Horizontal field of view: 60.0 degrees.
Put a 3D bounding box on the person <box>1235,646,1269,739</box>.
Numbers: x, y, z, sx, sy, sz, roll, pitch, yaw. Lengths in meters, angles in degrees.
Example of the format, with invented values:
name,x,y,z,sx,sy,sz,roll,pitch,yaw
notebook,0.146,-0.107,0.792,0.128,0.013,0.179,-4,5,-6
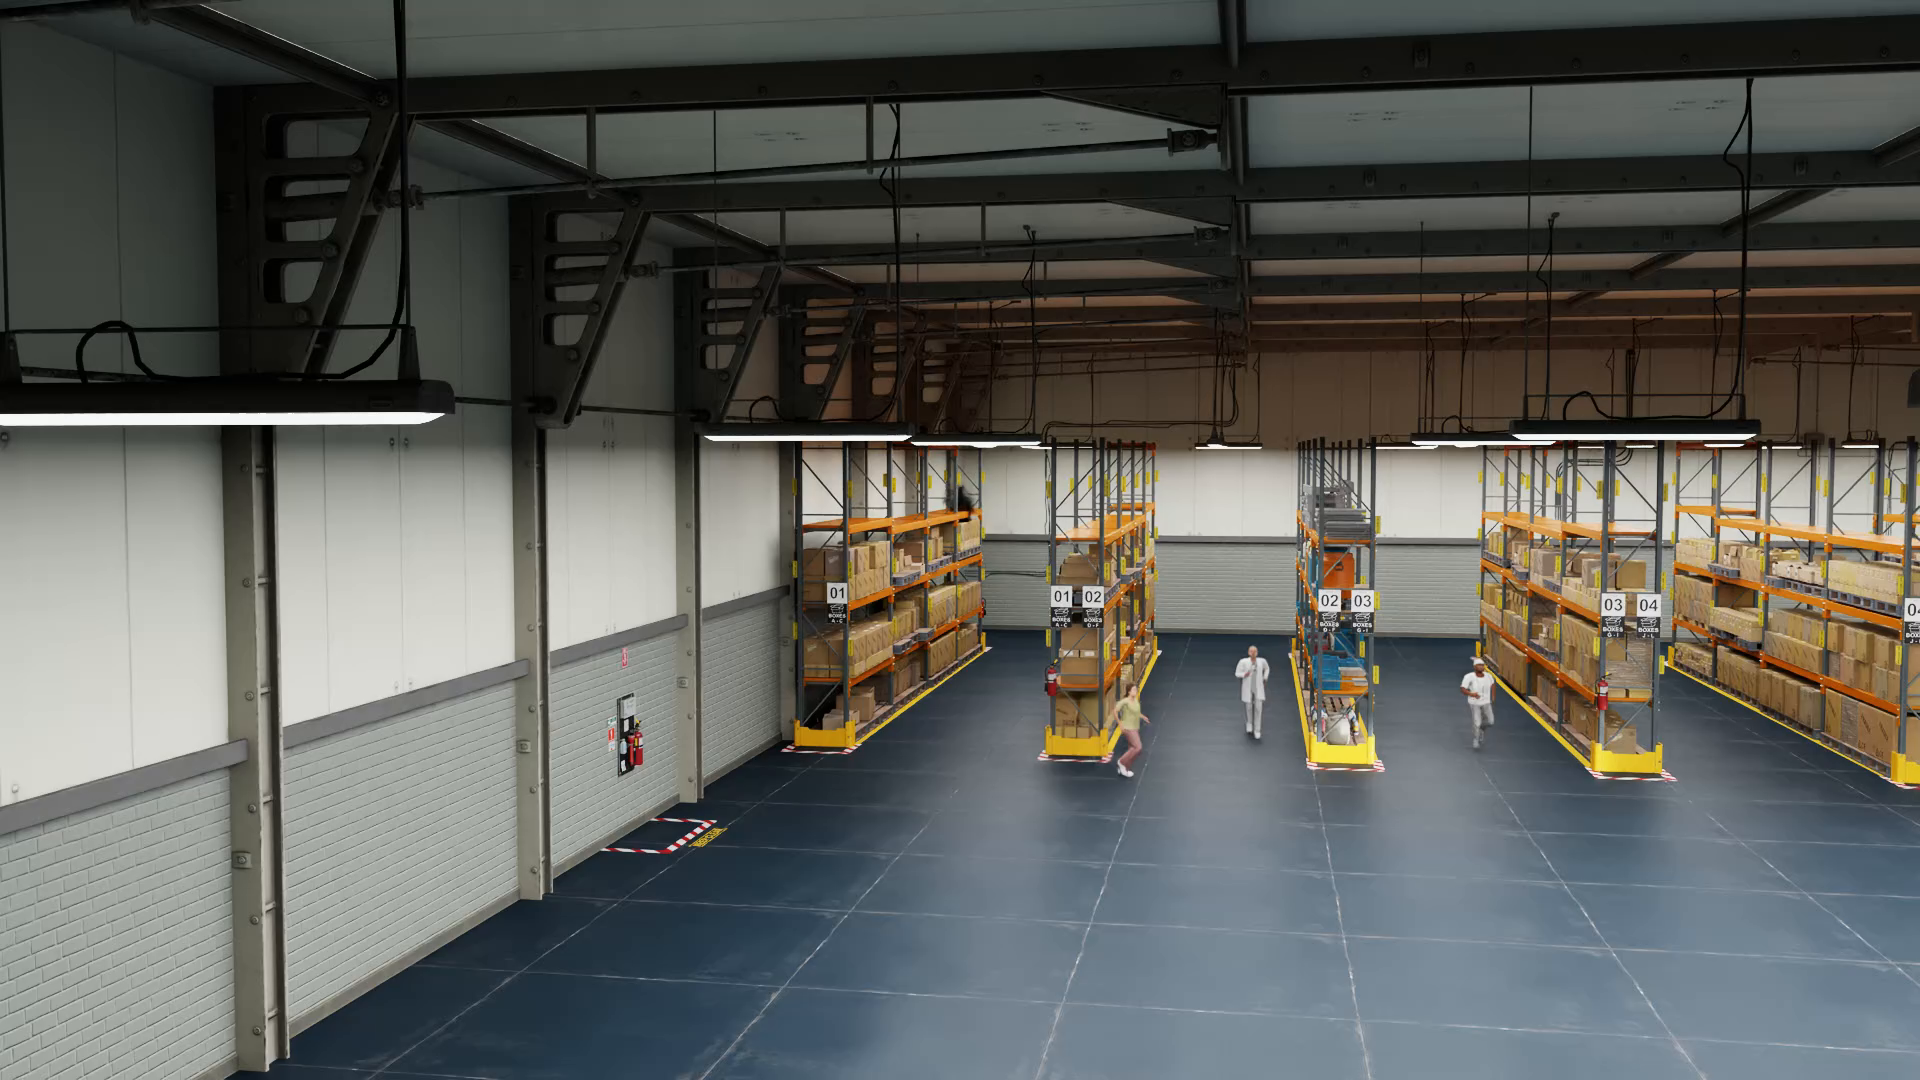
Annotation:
name,x,y,z,sx,sy,sz,roll,pitch,yaw
person,5.895,3.030,33.485,0.698,1.798,0.970,0,3,6

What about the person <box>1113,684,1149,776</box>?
name,x,y,z,sx,sy,sz,roll,pitch,yaw
person,3.040,3.350,29.323,0.557,1.626,0.586,2,4,37

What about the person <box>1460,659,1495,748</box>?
name,x,y,z,sx,sy,sz,roll,pitch,yaw
person,10.042,3.152,32.076,0.757,1.730,0.558,0,3,-6
